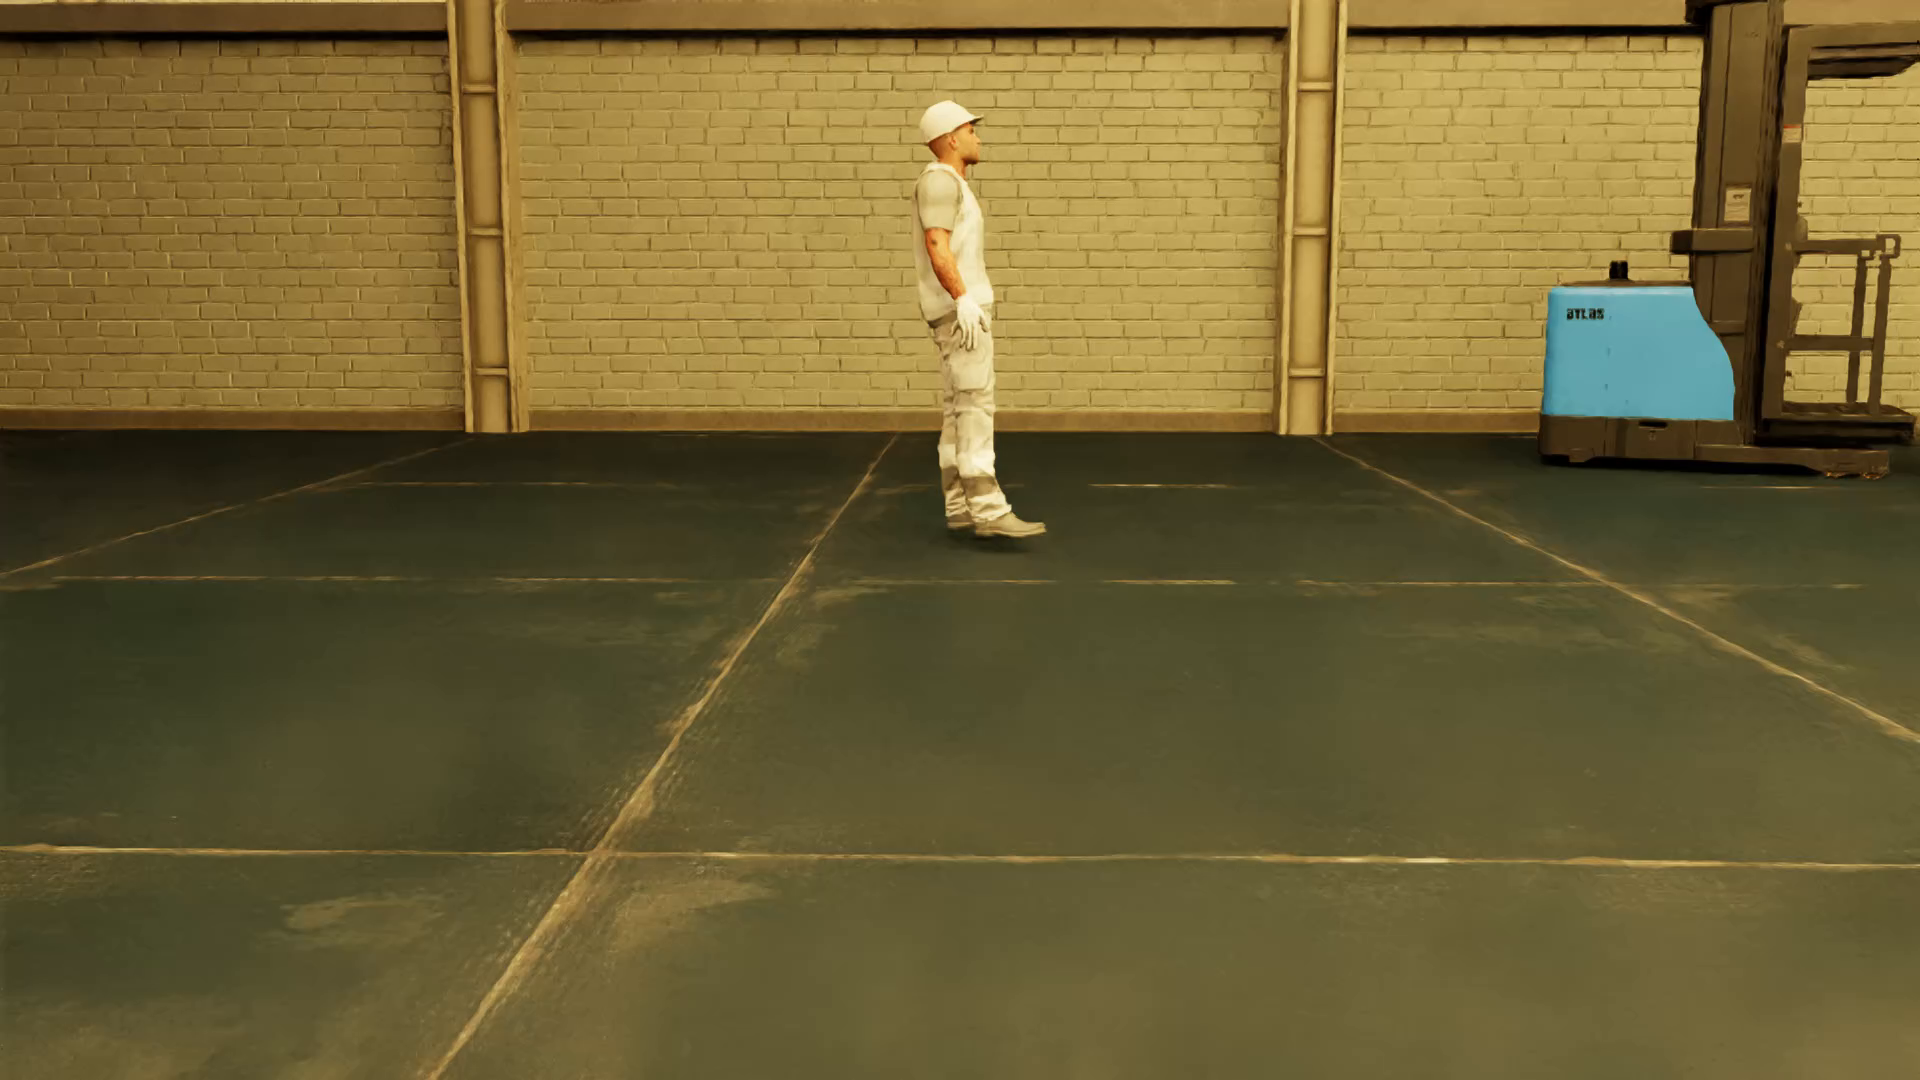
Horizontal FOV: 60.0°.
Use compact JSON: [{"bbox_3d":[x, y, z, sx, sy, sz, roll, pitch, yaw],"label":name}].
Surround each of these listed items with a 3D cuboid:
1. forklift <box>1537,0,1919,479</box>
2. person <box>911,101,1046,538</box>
[{"bbox_3d":[5.081,-1.884,9.756,3.031,2.935,1.130,3,9,21],"label":"forklift"},{"bbox_3d":[0.080,-0.928,6.972,0.563,1.787,0.637,0,9,1],"label":"person"}]
